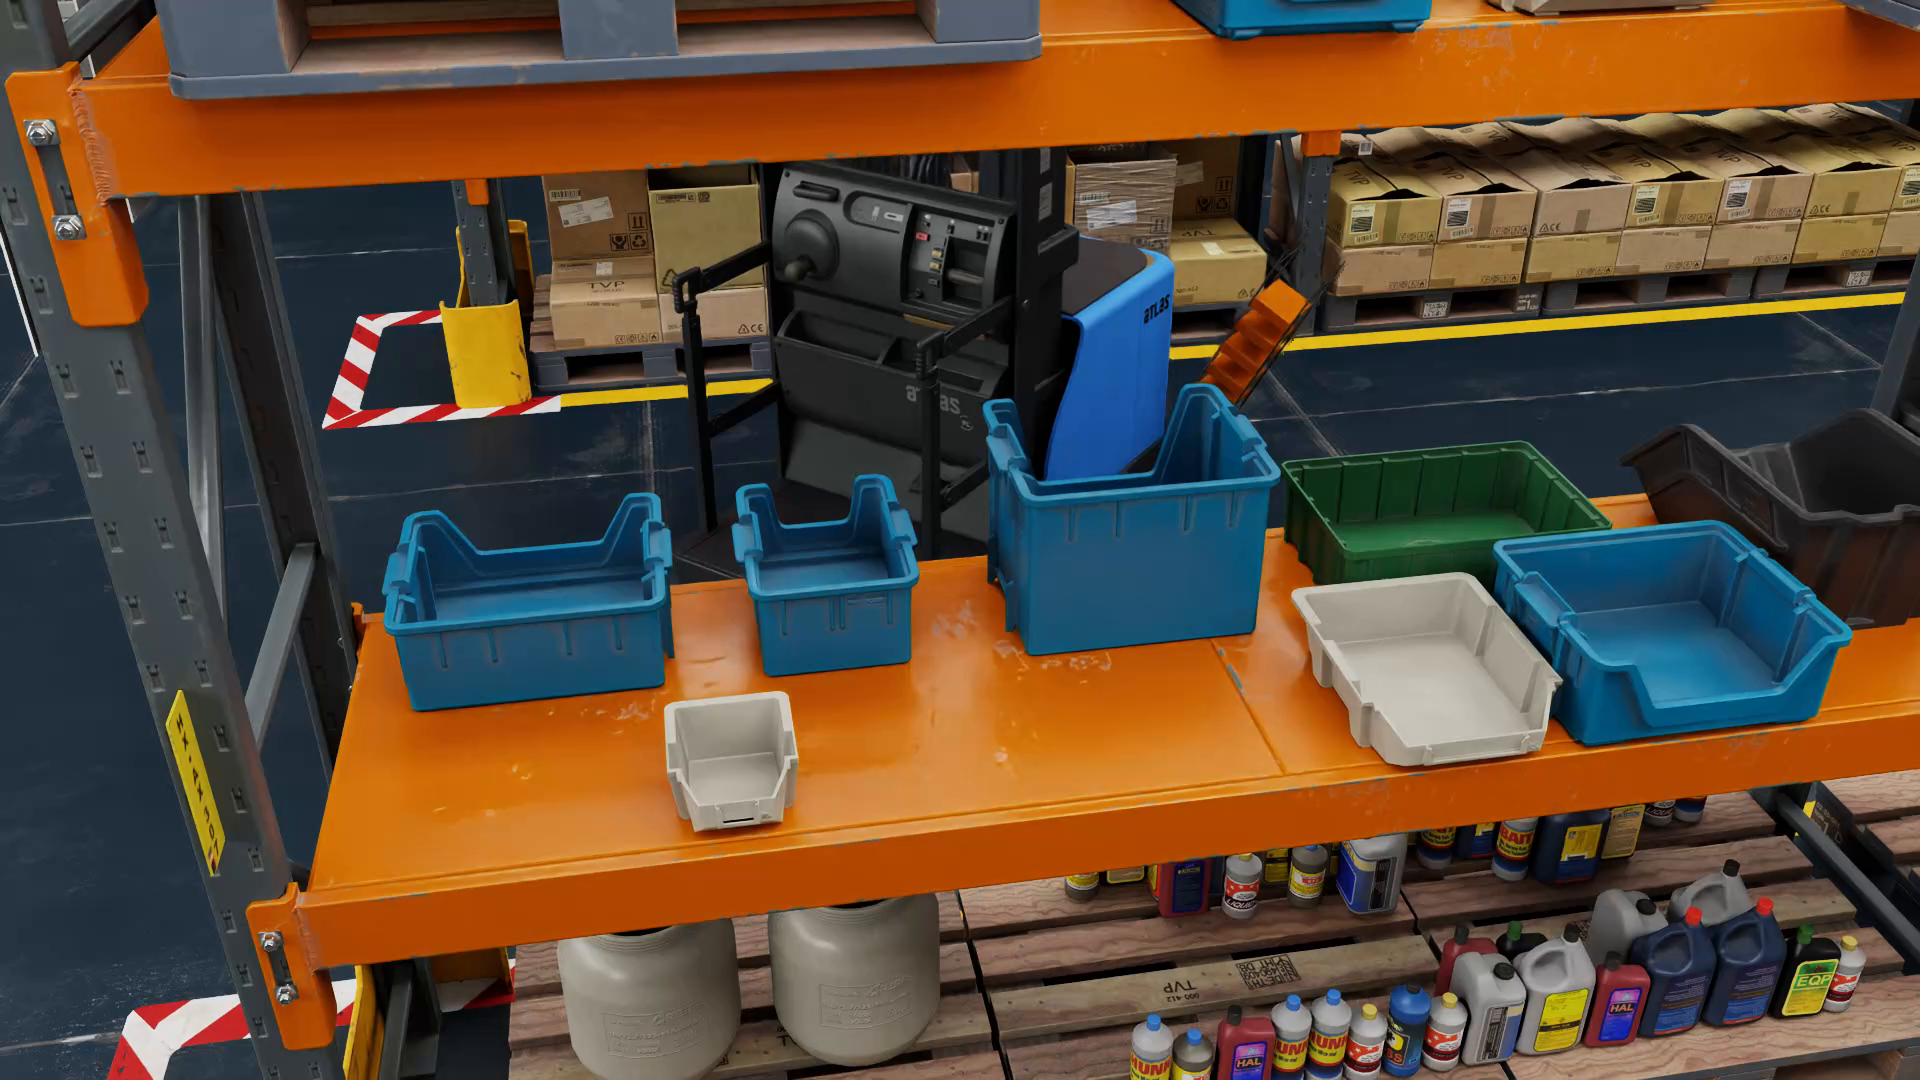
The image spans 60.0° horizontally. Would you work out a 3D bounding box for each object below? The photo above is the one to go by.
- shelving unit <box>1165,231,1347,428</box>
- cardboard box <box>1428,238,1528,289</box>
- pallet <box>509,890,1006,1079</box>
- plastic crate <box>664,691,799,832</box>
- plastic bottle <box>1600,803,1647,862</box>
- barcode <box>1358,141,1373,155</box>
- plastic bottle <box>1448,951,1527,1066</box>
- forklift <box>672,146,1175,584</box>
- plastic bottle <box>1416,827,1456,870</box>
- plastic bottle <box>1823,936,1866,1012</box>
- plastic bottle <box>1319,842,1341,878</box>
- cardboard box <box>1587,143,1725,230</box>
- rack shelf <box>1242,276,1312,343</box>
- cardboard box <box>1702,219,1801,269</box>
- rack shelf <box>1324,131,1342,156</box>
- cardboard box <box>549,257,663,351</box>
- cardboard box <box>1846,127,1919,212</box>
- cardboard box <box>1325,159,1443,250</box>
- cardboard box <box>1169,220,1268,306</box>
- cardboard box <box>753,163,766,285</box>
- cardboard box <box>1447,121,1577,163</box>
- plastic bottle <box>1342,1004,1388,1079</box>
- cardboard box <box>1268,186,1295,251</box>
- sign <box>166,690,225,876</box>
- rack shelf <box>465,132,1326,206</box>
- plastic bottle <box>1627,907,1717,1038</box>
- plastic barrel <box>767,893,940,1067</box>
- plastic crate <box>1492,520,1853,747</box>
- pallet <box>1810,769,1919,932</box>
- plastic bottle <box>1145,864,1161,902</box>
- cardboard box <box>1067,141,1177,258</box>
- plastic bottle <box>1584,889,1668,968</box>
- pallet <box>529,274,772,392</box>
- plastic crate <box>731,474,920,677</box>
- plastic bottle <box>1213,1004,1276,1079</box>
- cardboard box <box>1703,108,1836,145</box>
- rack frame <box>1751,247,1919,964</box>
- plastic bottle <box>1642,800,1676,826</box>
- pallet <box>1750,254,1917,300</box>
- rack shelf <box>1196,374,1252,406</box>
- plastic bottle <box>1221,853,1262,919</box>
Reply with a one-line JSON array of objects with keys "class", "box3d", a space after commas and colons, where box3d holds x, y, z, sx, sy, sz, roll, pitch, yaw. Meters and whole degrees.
[{"class": "shelving unit", "box3d": [1.145, -0.715, 6.821, 0.189, 1.200, 0.258, 40, 42, 10]}, {"class": "cardboard box", "box3d": [2.604, -1.532, 8.695, 0.500, 0.250, 0.500, -5, 31, -8]}, {"class": "pallet", "box3d": [-0.520, 1.358, 4.232, 1.213, 0.211, 1.003, -5, 31, -9]}, {"class": "plastic crate", "box3d": [-0.448, 0.451, 3.285, 0.250, 0.136, 0.298, -5, 31, -9]}, {"class": "plastic bottle", "box3d": [1.862, 0.781, 4.708, 0.133, 0.283, 0.061, -5, 31, -9]}, {"class": "barcode", "box3d": [1.985, -1.919, 8.139, 0.075, 0.075, 0.001, -5, 31, -9]}, {"class": "plastic bottle", "box3d": [1.299, 1.140, 4.105, 0.135, 0.276, 0.152, -5, 31, -8]}, {"class": "forklift", "box3d": [-0.363, -0.967, 5.503, 1.130, 2.935, 3.031, 18, 35, 28]}, {"class": "plastic bottle", "box3d": [1.356, 0.796, 4.695, 0.097, 0.271, 0.097, 0, 30, 0]}, {"class": "plastic bottle", "box3d": [2.247, 1.098, 4.250, 0.097, 0.201, 0.097, 0, 30, 0]}, {"class": "plastic bottle", "box3d": [1.075, 0.768, 4.664, 0.185, 0.351, 0.144, -6, 31, -9]}, {"class": "cardboard box", "box3d": [3.623, -1.869, 8.714, 0.500, 0.311, 0.500, -4, 31, -8]}, {"class": "rack shelf", "box3d": [1.268, -0.919, 6.614, 0.180, 0.103, 0.258, 40, 42, 10]}, {"class": "cardboard box", "box3d": [4.119, -1.675, 8.938, 0.500, 0.250, 0.500, -5, 31, -8]}, {"class": "rack shelf", "box3d": [3.627, -2.450, 8.666, 4.000, 0.370, 1.077, -5, 31, -9]}, {"class": "cardboard box", "box3d": [-1.708, -1.146, 8.037, 0.500, 0.250, 0.500, -5, 31, -9]}, {"class": "cardboard box", "box3d": [5.123, -2.009, 8.953, 0.500, 0.311, 0.500, -5, 31, -8]}, {"class": "cardboard box", "box3d": [2.111, -1.728, 8.475, 0.500, 0.311, 0.500, -5, 31, -9]}, {"class": "cardboard box", "box3d": [1.243, -1.421, 8.507, 0.500, 0.250, 0.500, -5, 31, -9]}, {"class": "cardboard box", "box3d": [-0.727, -1.568, 8.015, 0.500, 0.500, 0.500, -5, 31, -9]}, {"class": "cardboard box", "box3d": [3.008, -2.089, 9.089, 0.500, 0.311, 0.500, -5, 31, -9]}, {"class": "plastic bottle", "box3d": [0.986, 1.215, 4.051, 0.097, 0.201, 0.097, 0, 30, 0]}, {"class": "cardboard box", "box3d": [2.015, -1.755, 9.074, 0.500, 0.250, 0.500, -6, 31, -9]}, {"class": "sign", "box3d": [-1.292, 0.414, 2.814, 0.005, 0.325, 0.100, -5, 31, -9]}, {"class": "rack shelf", "box3d": [-0.308, -2.084, 8.045, 4.000, 0.370, 1.077, -5, 31, -9]}, {"class": "plastic bottle", "box3d": [1.778, 1.065, 4.158, 0.185, 0.351, 0.144, -7, 31, -11]}, {"class": "plastic barrel", "box3d": [-0.260, 1.006, 4.121, 0.421, 0.512, 0.421, 0, 30, 0]}, {"class": "plastic crate", "box3d": [1.508, 0.193, 3.608, 0.616, 0.251, 0.499, -5, 31, -9]}, {"class": "pallet", "box3d": [3.313, 1.004, 4.834, 1.213, 0.211, 1.003, -5, 31, -9]}, {"class": "plastic bottle", "box3d": [0.594, 0.847, 4.603, 0.135, 0.276, 0.152, -5, 31, -9]}, {"class": "cardboard box", "box3d": [0.749, -1.705, 8.249, 0.500, 0.500, 0.500, -5, 31, -9]}, {"class": "plastic bottle", "box3d": [1.726, 1.026, 4.299, 0.135, 0.276, 0.152, -5, 31, -9]}, {"class": "pallet", "box3d": [-1.530, -1.101, 8.413, 1.213, 0.211, 1.003, -5, 31, -9]}, {"class": "plastic crate", "box3d": [-0.308, 0.071, 3.817, 0.408, 0.251, 0.499, -5, 31, -9]}, {"class": "plastic bottle", "box3d": [0.679, 1.218, 3.966, 0.133, 0.283, 0.061, -5, 31, -8]}, {"class": "cardboard box", "box3d": [4.511, -2.226, 9.322, 0.500, 0.311, 0.500, -6, 31, -10]}, {"class": "rack frame", "box3d": [2.548, -0.107, 3.973, 0.127, 3.000, 1.000, -5, 31, -9]}, {"class": "plastic bottle", "box3d": [2.056, 0.729, 4.877, 0.097, 0.201, 0.097, 0, 30, 0]}, {"class": "pallet", "box3d": [4.777, -1.684, 9.406, 1.213, 0.211, 1.003, -5, 31, -9]}, {"class": "rack shelf", "box3d": [1.081, -0.608, 6.929, 0.180, 0.103, 0.258, 40, 42, 10]}, {"class": "plastic bottle", "box3d": [0.771, 0.927, 4.541, 0.097, 0.201, 0.097, 0, 30, 0]}]
